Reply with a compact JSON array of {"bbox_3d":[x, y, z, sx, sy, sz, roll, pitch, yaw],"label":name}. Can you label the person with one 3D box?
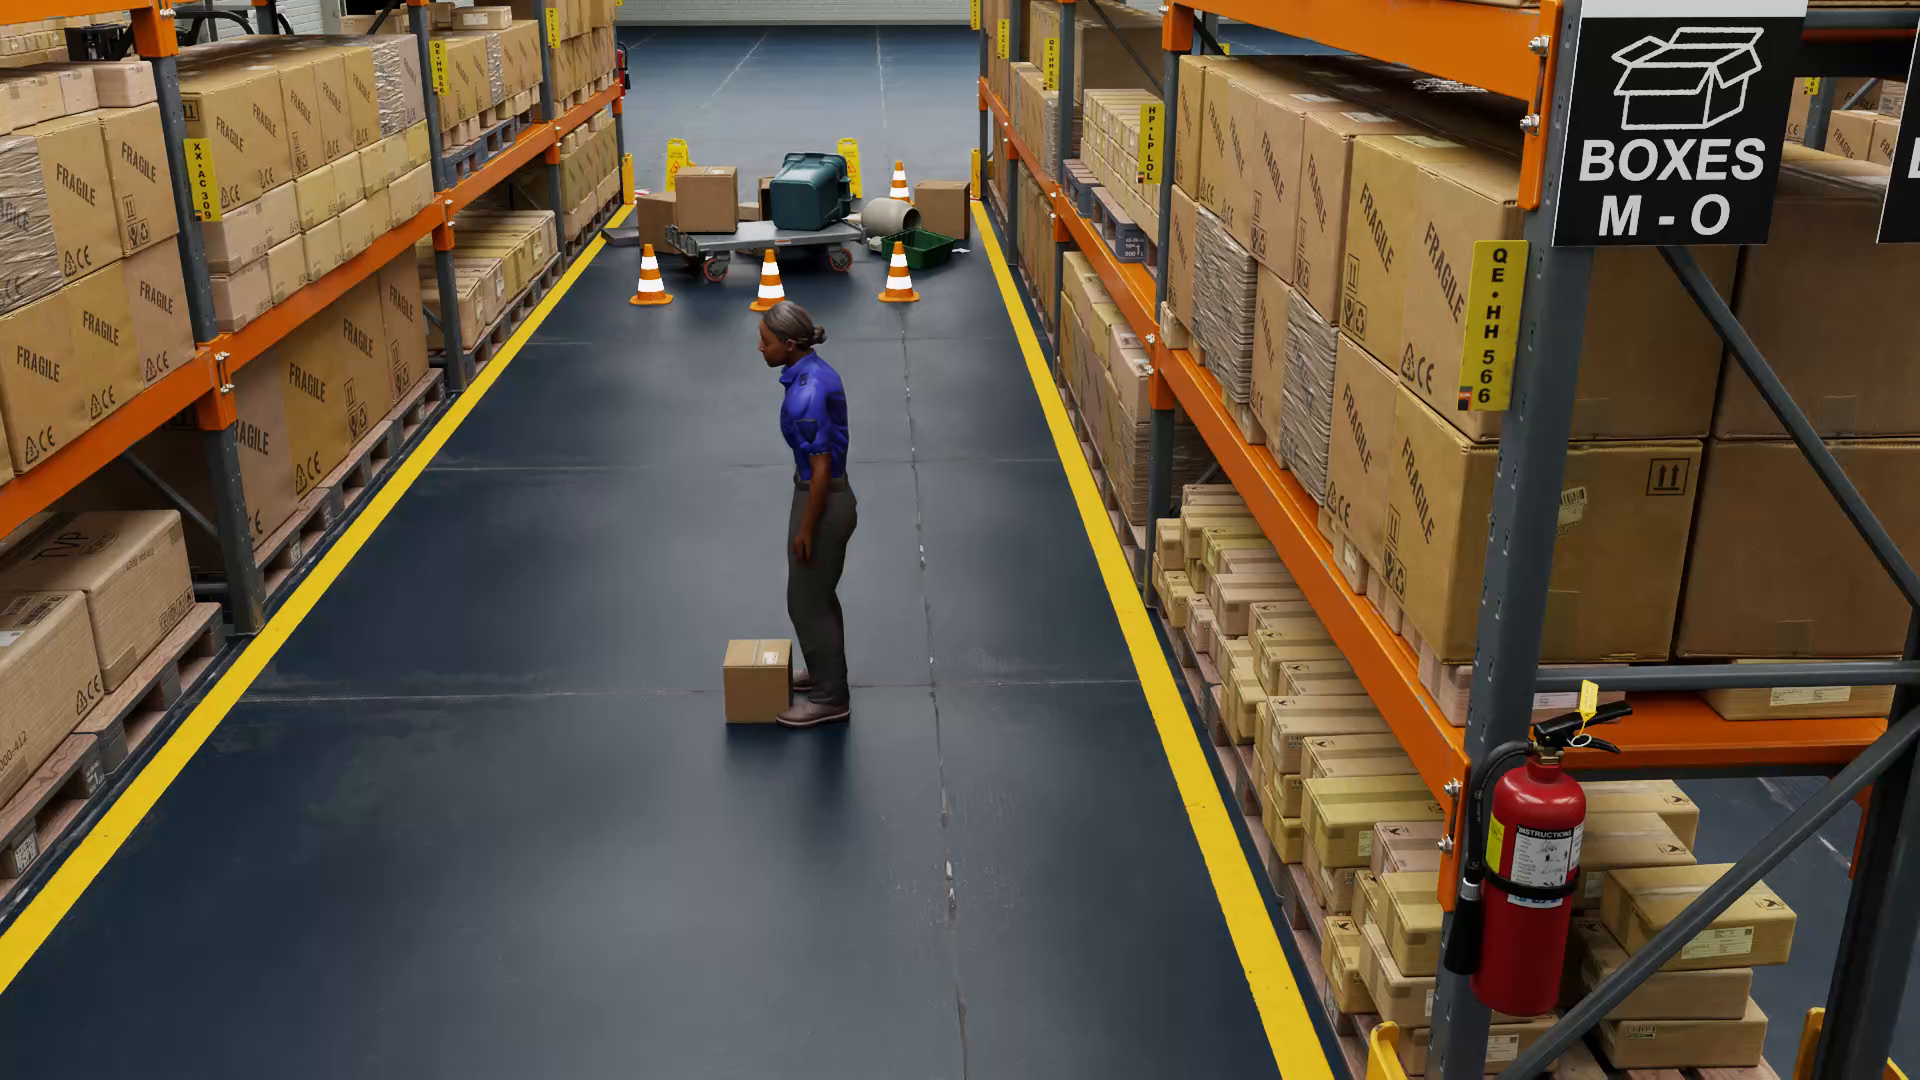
[{"bbox_3d":[-0.569,-0.109,6.375,0.352,1.654,0.507,-1,21,-3],"label":"person"}]
